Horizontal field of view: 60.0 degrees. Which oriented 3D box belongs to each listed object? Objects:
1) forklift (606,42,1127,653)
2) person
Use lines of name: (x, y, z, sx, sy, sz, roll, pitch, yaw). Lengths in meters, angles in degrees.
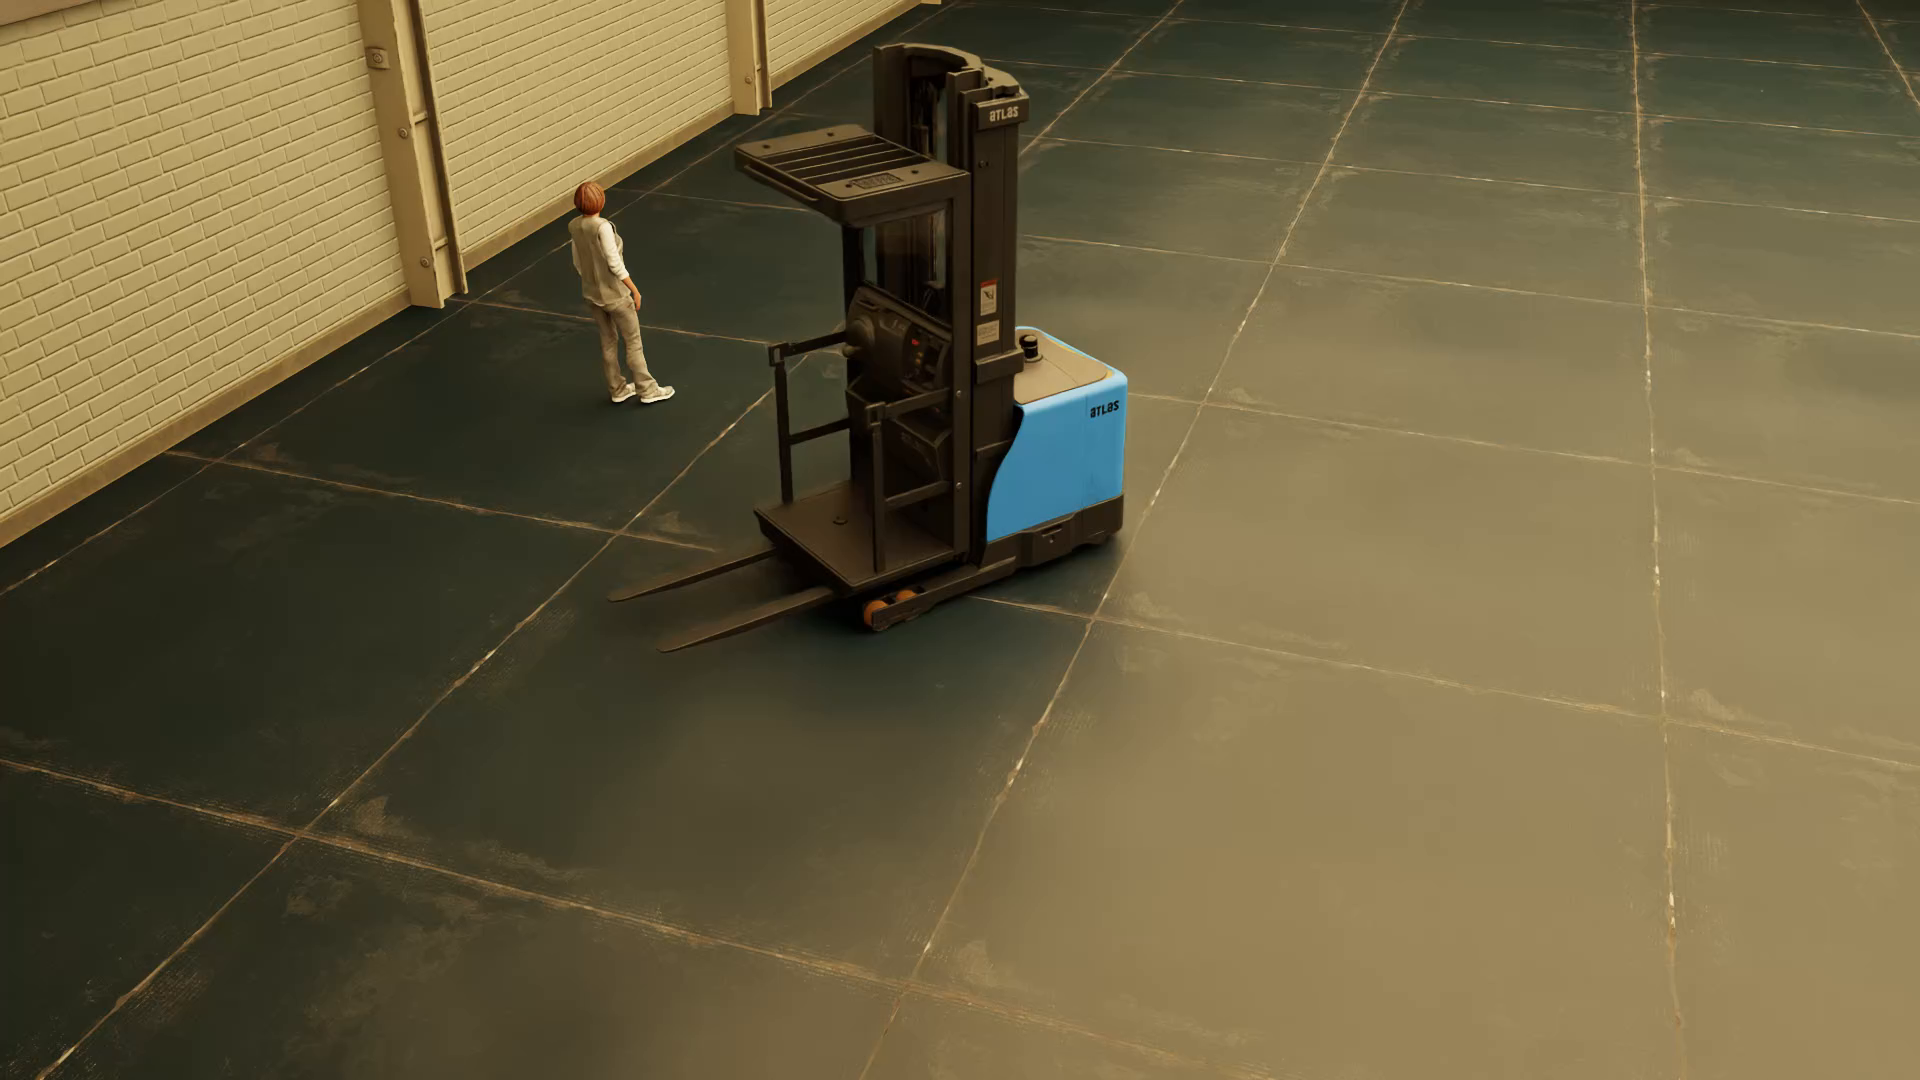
forklift: (-0.511, -1.066, 9.007, 3.031, 2.935, 1.130, -19, 35, -30)
person: (-2.367, -1.712, 11.473, 0.518, 1.597, 0.476, 20, 35, 31)
